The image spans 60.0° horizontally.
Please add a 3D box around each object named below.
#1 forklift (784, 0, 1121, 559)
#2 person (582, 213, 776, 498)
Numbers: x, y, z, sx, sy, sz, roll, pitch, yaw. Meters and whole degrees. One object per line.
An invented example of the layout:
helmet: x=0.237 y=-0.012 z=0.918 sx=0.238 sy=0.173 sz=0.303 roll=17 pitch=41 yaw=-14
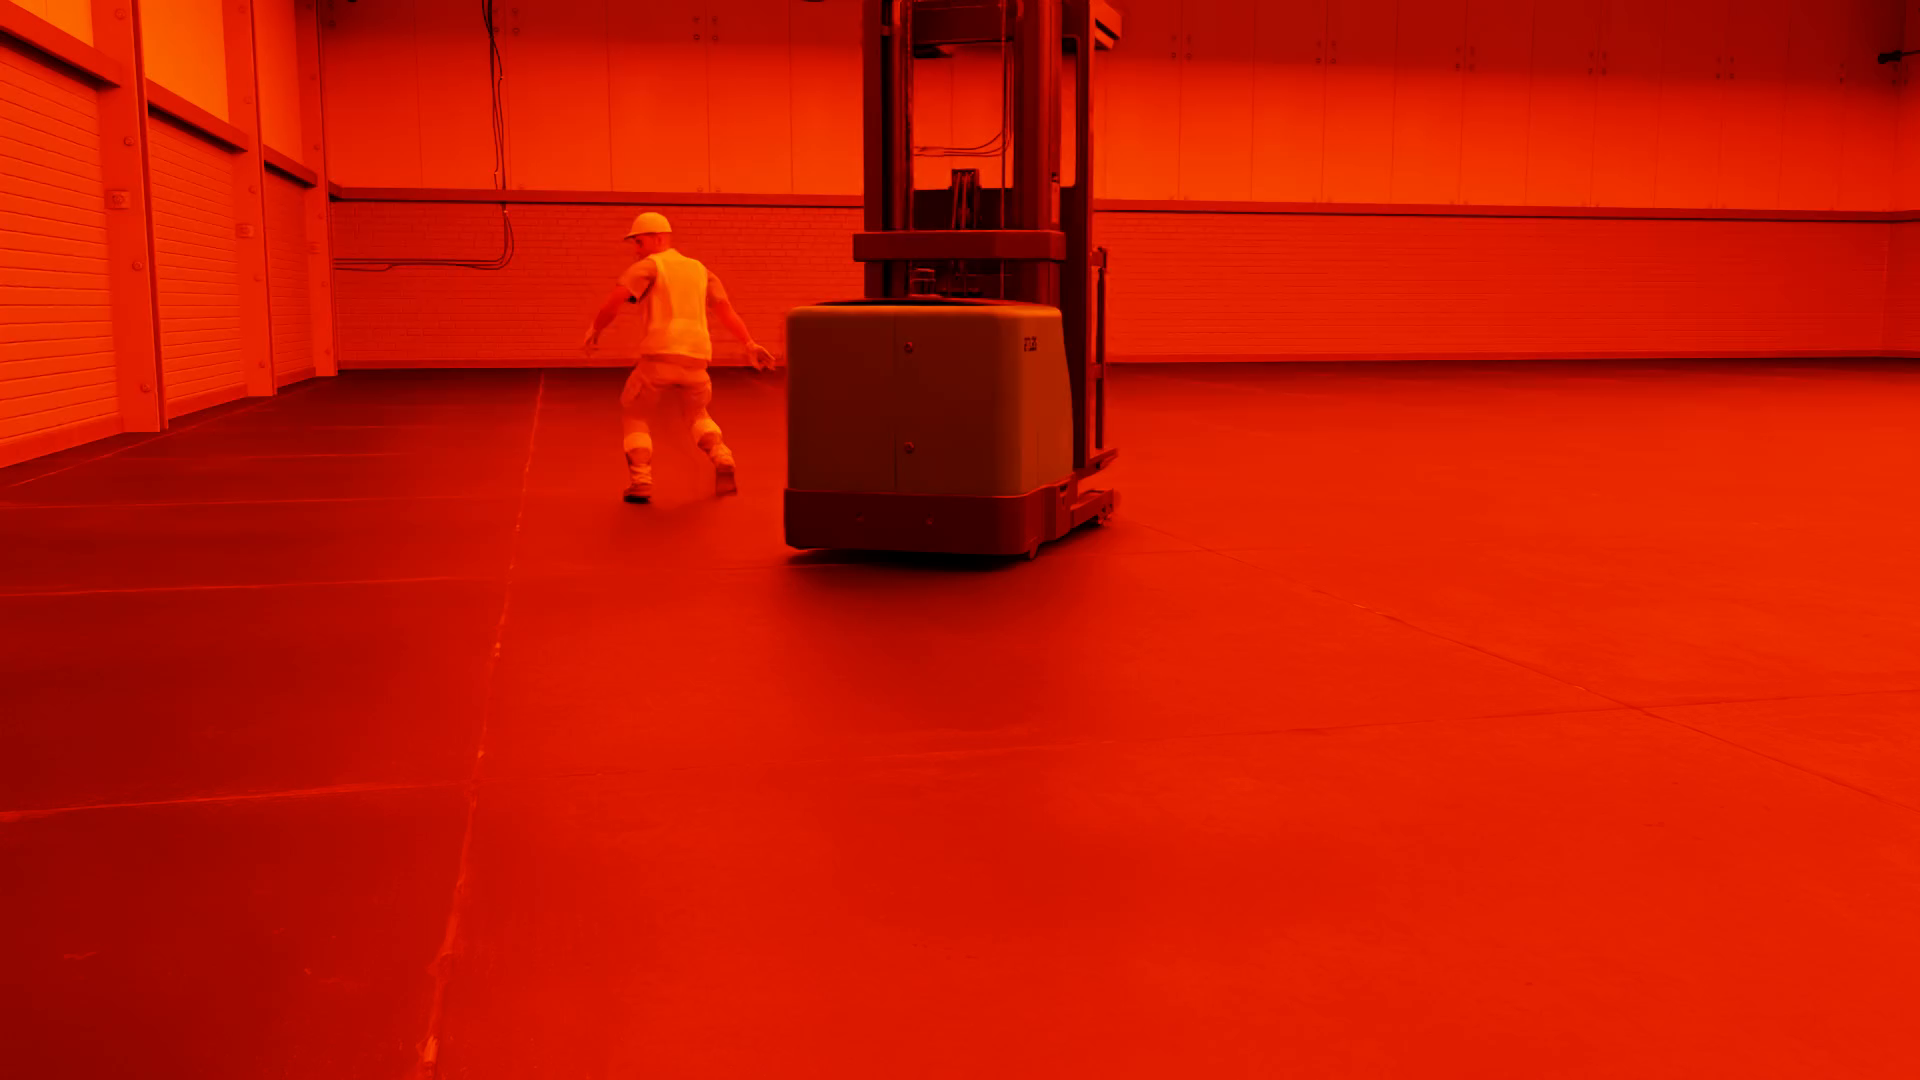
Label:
forklift: x=0.156 y=-1.536 z=8.106 sx=1.130 sy=2.935 sz=3.031 roll=2 pitch=8 yaw=16
person: x=-1.579 y=-1.009 z=9.381 sx=1.027 sy=1.656 sz=0.502 roll=-6 pitch=10 yaw=-36
